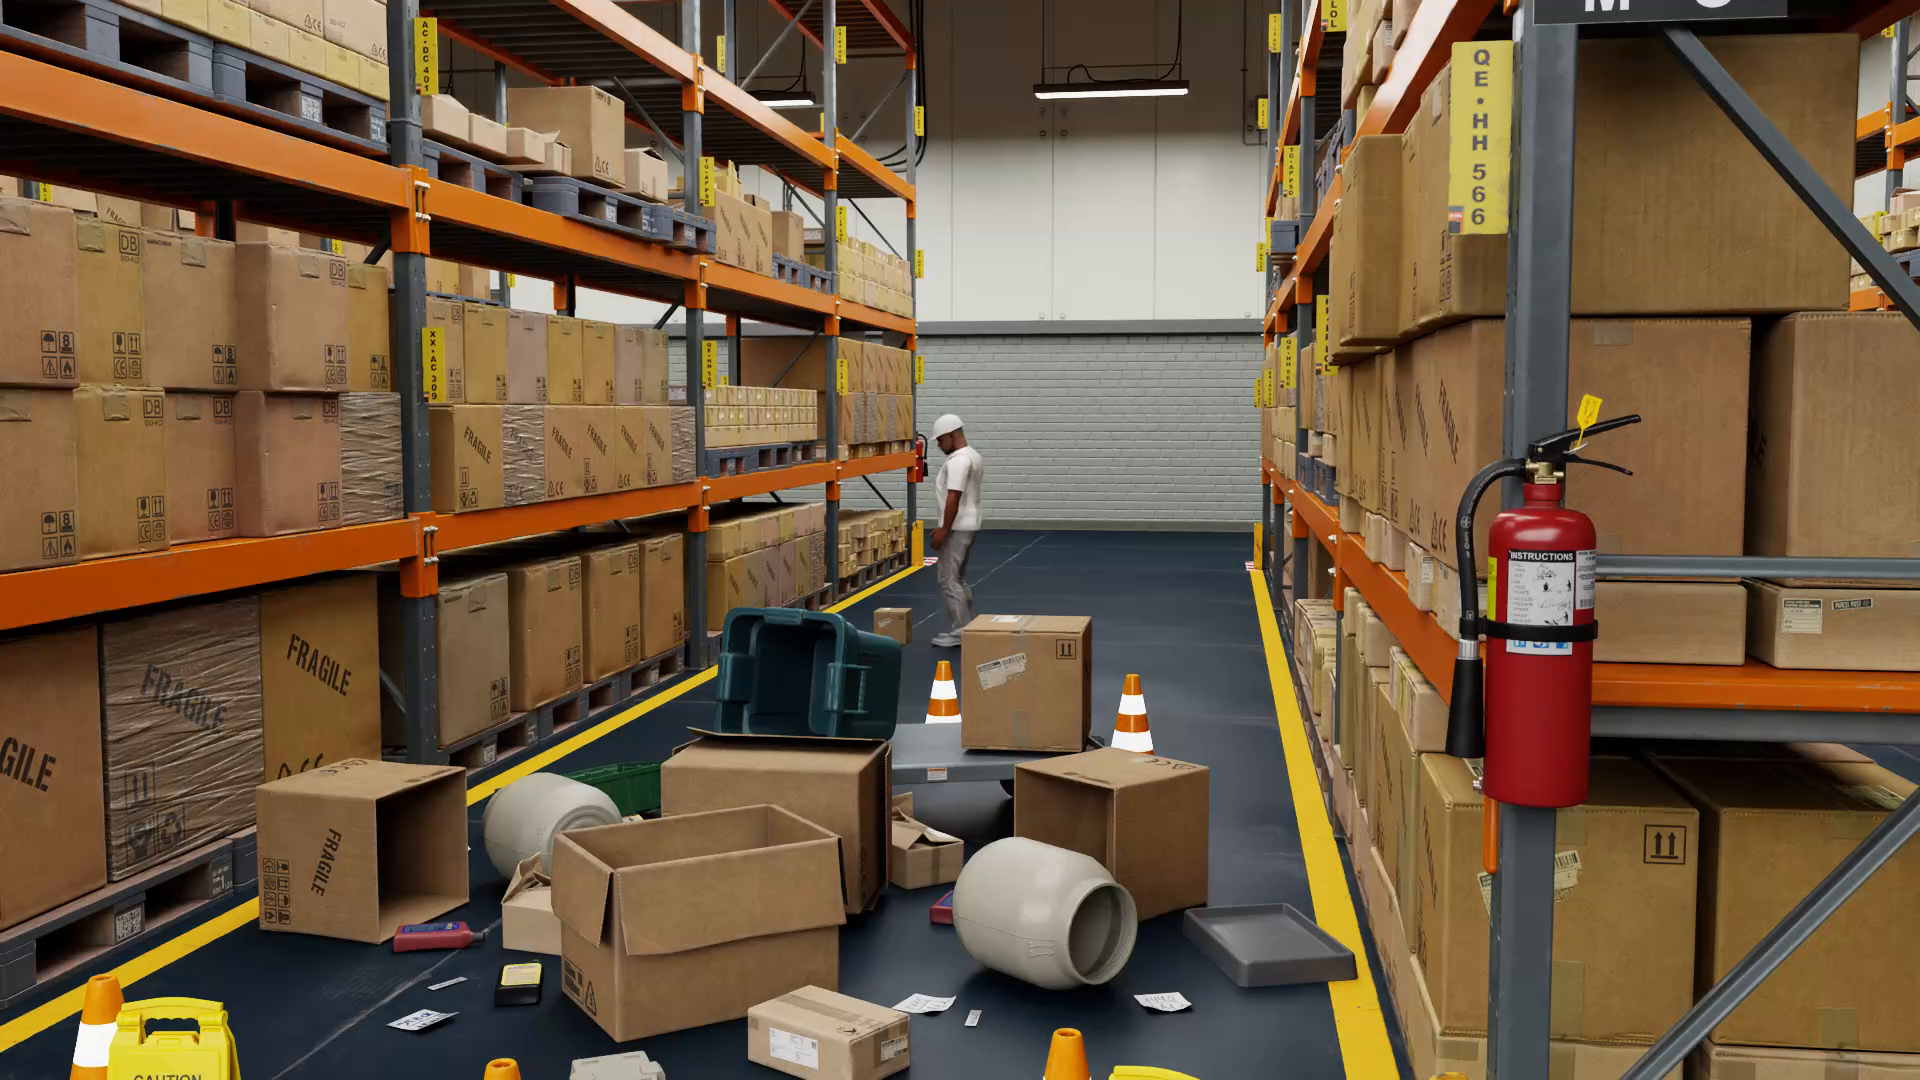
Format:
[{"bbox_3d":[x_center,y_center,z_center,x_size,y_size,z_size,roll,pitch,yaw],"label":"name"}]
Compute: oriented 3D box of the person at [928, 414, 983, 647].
[{"bbox_3d":[-0.038,-0.077,12.603,0.390,1.748,0.575,1,5,10],"label":"person"}]
